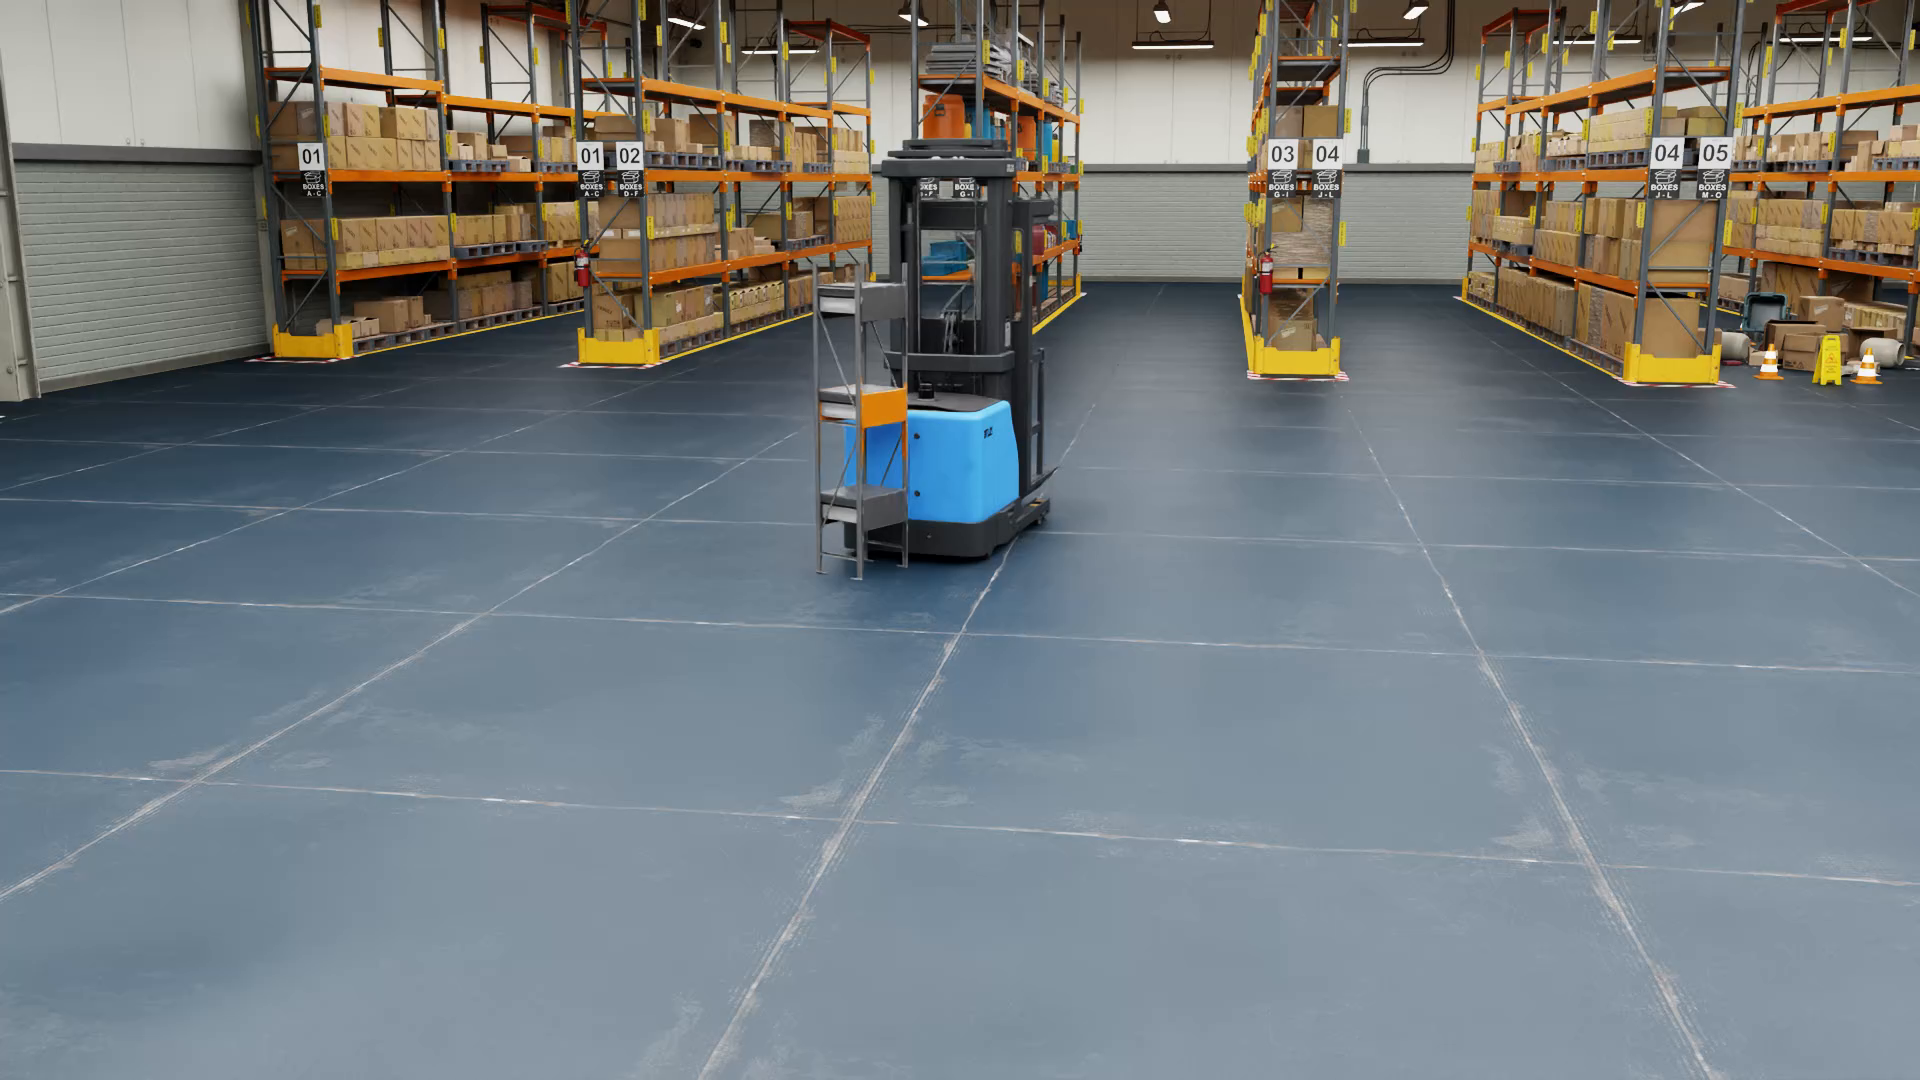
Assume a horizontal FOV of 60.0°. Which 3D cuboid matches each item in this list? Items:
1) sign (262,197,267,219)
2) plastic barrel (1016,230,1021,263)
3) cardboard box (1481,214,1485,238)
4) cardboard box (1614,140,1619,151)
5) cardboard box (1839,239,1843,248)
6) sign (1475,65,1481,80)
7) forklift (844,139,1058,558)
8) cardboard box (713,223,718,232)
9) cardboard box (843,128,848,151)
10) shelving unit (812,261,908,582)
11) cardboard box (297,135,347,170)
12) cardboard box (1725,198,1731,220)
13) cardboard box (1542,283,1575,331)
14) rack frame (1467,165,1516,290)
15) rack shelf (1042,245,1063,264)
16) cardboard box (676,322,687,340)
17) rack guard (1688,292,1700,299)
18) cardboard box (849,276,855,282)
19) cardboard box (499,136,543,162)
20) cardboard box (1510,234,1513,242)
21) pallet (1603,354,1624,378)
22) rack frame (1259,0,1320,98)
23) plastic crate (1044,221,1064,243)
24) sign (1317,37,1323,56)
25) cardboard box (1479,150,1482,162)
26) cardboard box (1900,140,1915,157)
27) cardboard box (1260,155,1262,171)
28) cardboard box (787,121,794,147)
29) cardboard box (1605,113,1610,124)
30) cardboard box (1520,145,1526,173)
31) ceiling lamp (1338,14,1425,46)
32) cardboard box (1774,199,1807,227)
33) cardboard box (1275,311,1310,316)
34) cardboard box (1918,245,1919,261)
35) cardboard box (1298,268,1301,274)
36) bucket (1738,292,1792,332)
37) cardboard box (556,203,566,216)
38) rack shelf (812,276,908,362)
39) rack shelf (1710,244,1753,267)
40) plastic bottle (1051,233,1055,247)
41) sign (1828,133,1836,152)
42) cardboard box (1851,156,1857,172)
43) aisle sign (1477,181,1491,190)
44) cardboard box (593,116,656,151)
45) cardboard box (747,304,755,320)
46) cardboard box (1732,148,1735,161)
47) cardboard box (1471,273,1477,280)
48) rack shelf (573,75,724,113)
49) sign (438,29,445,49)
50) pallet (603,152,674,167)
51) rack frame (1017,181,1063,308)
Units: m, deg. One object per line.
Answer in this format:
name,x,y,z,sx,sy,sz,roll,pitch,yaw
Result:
sign,-10.517,-5.027,25.201,0.100,0.325,0.005,2,12,9
plastic barrel,0.792,-5.112,27.902,0.600,0.901,0.708,2,12,9
cardboard box,11.498,-6.741,35.711,0.500,0.500,0.500,2,12,7
cardboard box,9.548,-5.616,23.677,0.380,0.149,0.250,2,12,9
cardboard box,15.424,-5.110,28.685,0.380,0.149,0.250,1,12,5
sign,11.522,-10.397,36.974,0.100,0.325,0.005,2,12,9
forklift,0.085,-1.576,12.848,1.130,2.935,3.031,4,13,17
cardboard box,-4.291,-5.260,28.002,0.380,0.149,0.250,2,12,9
cardboard box,-2.906,-8.933,37.092,0.700,0.500,0.500,2,12,9
shelving unit,-0.669,-0.814,11.277,0.431,2.100,0.503,9,15,36
cardboard box,-9.673,-5.871,25.210,0.500,0.500,0.500,2,12,10
cardboard box,16.389,-6.940,34.967,0.500,0.500,0.500,2,12,9
cardboard box,10.371,-3.892,27.777,1.050,0.750,0.750,2,12,9
rack frame,12.058,-6.952,37.631,1.000,3.000,0.127,2,12,9
rack shelf,1.356,-5.693,33.499,1.077,0.370,4.000,2,12,9
cardboard box,-4.623,-3.298,26.209,0.500,0.250,0.500,2,12,9
rack guard,16.968,-5.595,37.271,1.175,0.500,0.348,2,12,9
cardboard box,-2.632,-6.008,38.735,0.500,0.250,0.500,2,12,9
cardboard box,-8.725,-7.781,33.076,0.700,0.500,0.500,1,12,4
cardboard box,10.610,-5.700,31.420,0.380,0.149,0.250,1,12,6
pallet,9.643,-2.427,23.254,1.003,0.211,1.213,2,12,9
rack frame,5.942,-8.401,30.115,1.000,3.000,0.127,2,12,9
plastic crate,2.048,-6.700,36.167,0.402,0.464,0.583,2,12,9
sign,6.480,-8.881,29.936,0.100,0.325,0.005,2,12,9
cardboard box,11.654,-8.398,36.389,0.500,0.250,0.500,2,12,8
cardboard box,15.148,-6.144,26.123,0.500,0.250,0.500,2,12,9
cardboard box,5.005,-5.943,26.187,0.500,0.250,0.500,1,12,6
cardboard box,-3.616,-8.097,33.213,0.500,0.500,0.500,2,12,9
cardboard box,9.665,-6.164,24.326,0.380,0.149,0.250,2,12,9
cardboard box,10.809,-7.137,31.134,0.500,0.500,0.500,2,12,9
ceiling lamp,10.090,-13.396,39.438,2.000,3.185,0.800,2,12,9
cardboard box,15.867,-6.224,31.643,0.500,0.500,0.500,2,12,7
cardboard box,4.997,-3.171,25.023,0.500,0.500,0.500,3,13,14
cardboard box,14.776,-4.426,24.968,0.500,0.500,0.500,2,12,8
cardboard box,5.177,-3.992,24.494,0.380,0.149,0.250,2,12,9
bucket,12.469,-3.494,25.746,0.726,0.611,0.620,7,4,28
cardboard box,-8.335,-6.718,33.777,0.500,0.250,0.500,2,12,8
rack shelf,-0.665,-1.484,11.130,0.431,0.518,0.480,9,15,36
rack shelf,16.657,-6.044,35.128,1.077,0.370,4.000,2,12,9
plastic bottle,1.922,-6.308,34.939,0.152,0.276,0.135,2,12,9
sign,15.187,-6.925,28.969,0.100,0.325,0.005,2,12,9
cardboard box,15.478,-6.435,28.430,0.396,0.266,0.258,2,12,9
aisle sign,11.773,-8.248,37.472,0.394,0.787,0.004,2,12,9
cardboard box,-4.984,-6.035,24.681,0.797,0.503,0.637,3,12,13
cardboard box,-3.997,-4.109,29.968,0.500,0.250,0.500,1,12,7
cardboard box,16.685,-8.179,35.184,0.500,0.311,0.500,2,12,10
cardboard box,11.553,-5.847,36.861,0.380,0.149,0.250,2,12,8
rack shelf,-4.769,-6.926,25.930,1.077,0.370,4.000,2,12,9
sign,-8.823,-8.524,28.279,0.100,0.325,0.005,2,12,9
pallet,-4.942,-5.694,24.885,1.003,0.211,1.213,2,12,9
rack frame,1.663,-6.461,35.355,1.000,3.000,0.127,2,12,9
